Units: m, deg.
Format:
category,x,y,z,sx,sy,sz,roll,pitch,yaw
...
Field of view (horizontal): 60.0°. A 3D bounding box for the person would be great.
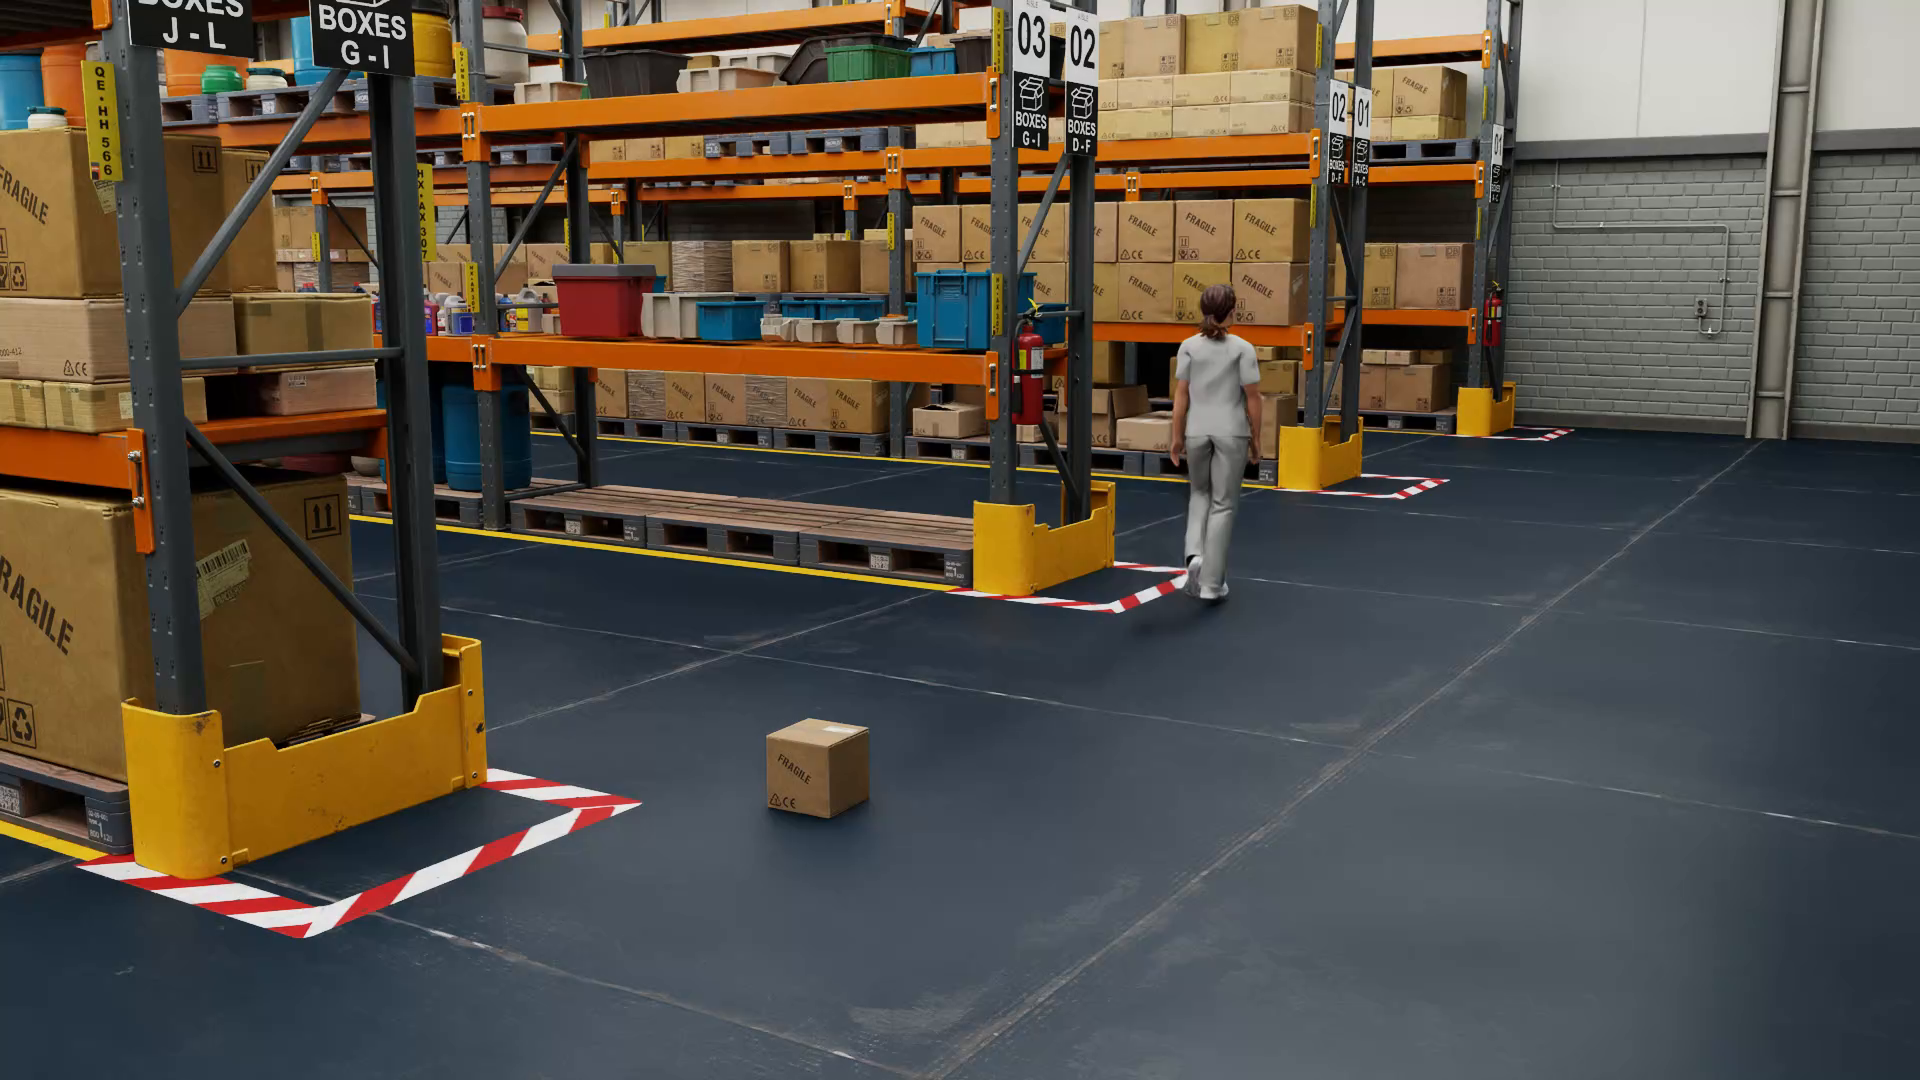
category,x,y,z,sx,sy,sz,roll,pitch,yaw
person,1.380,-0.514,8.862,0.473,1.690,0.470,5,11,26
